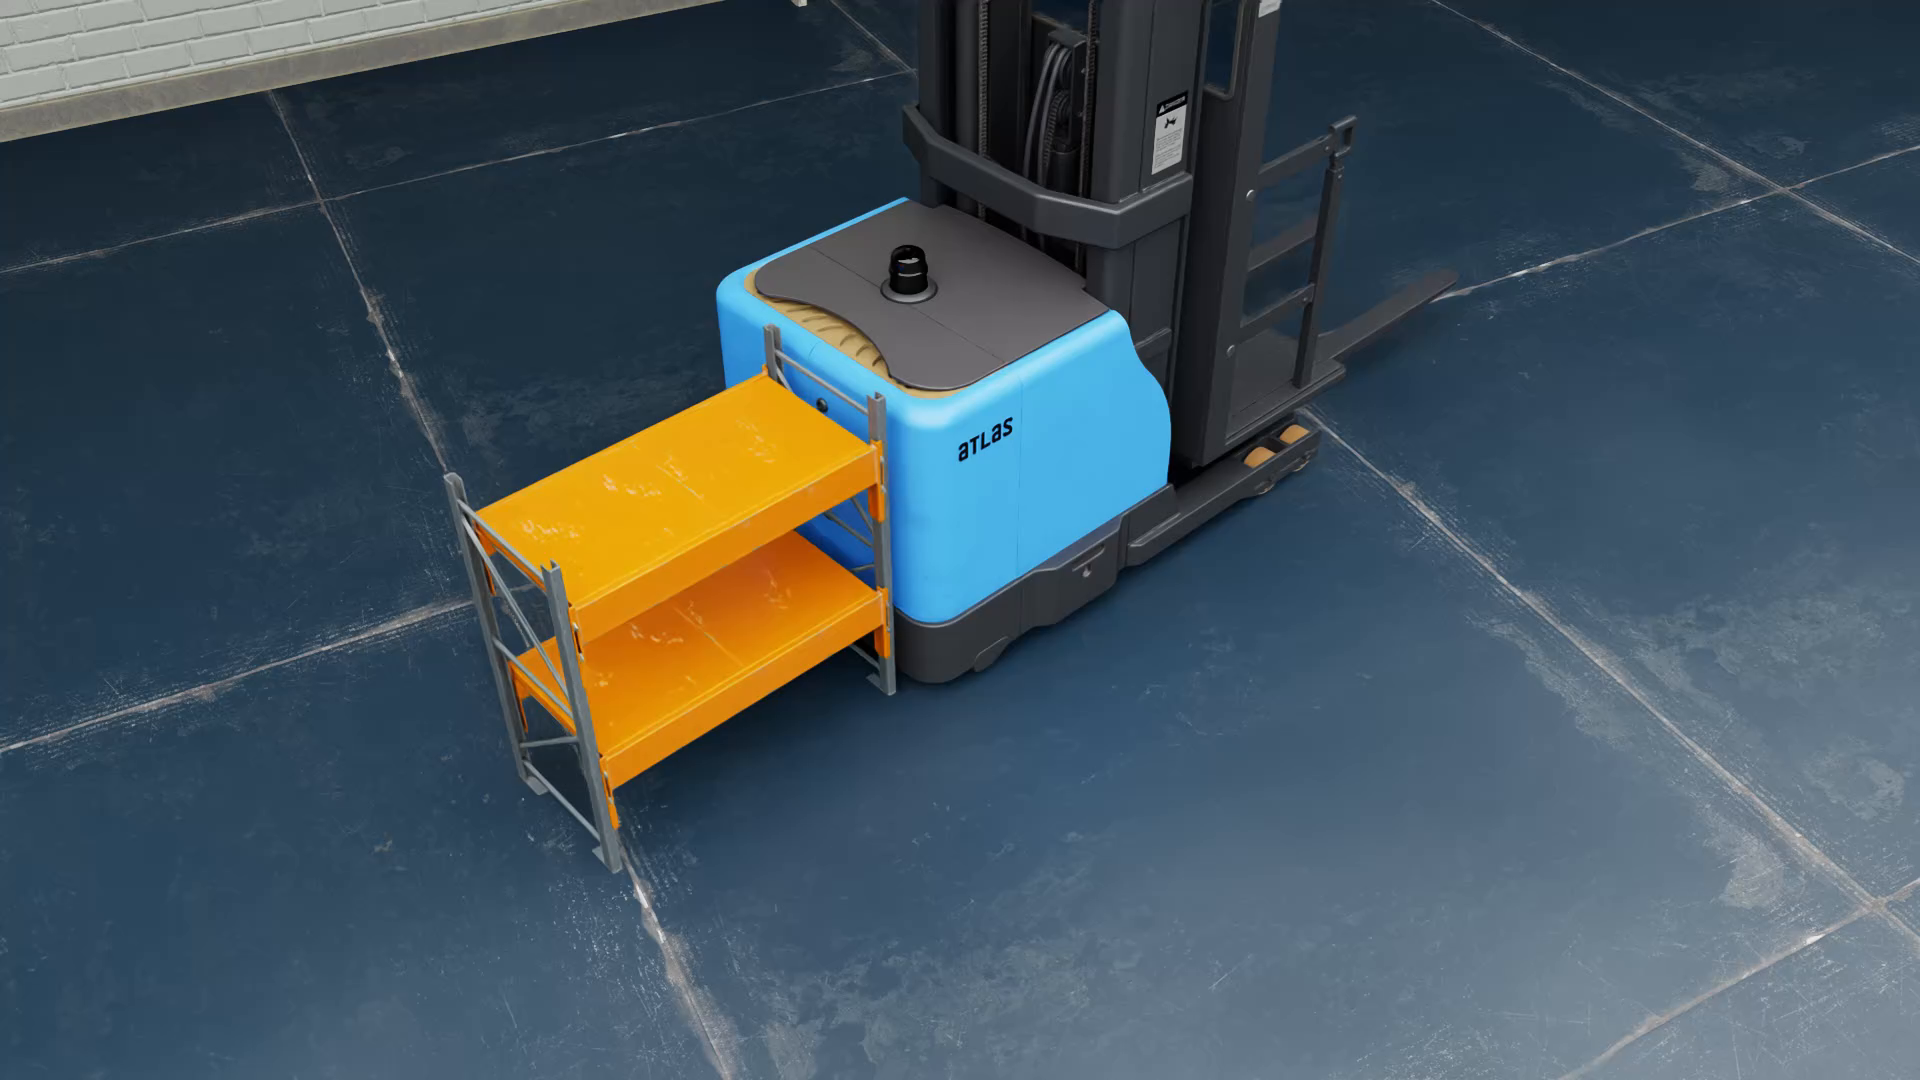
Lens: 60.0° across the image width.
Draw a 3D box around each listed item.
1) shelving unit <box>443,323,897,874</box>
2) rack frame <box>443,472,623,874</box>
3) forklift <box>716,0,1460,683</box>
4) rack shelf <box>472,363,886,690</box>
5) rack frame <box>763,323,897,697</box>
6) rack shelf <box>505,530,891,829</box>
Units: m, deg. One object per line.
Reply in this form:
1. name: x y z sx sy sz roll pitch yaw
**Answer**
1. shelving unit: -0.752 0.157 4.694 1.048 1.125 0.538 -31 49 -31
2. rack frame: -1.125 0.381 4.430 0.032 1.125 0.500 -31 49 -31
3. forklift: 0.667 -1.506 5.261 3.031 2.935 1.130 -31 49 -31
4. rack shelf: -0.752 -0.066 4.504 1.000 0.278 0.538 -31 49 -31
5. rack frame: -0.380 -0.066 4.957 0.032 1.125 0.500 -31 49 -31
6. rack shelf: -0.752 0.344 4.852 1.000 0.278 0.538 -31 49 -31
